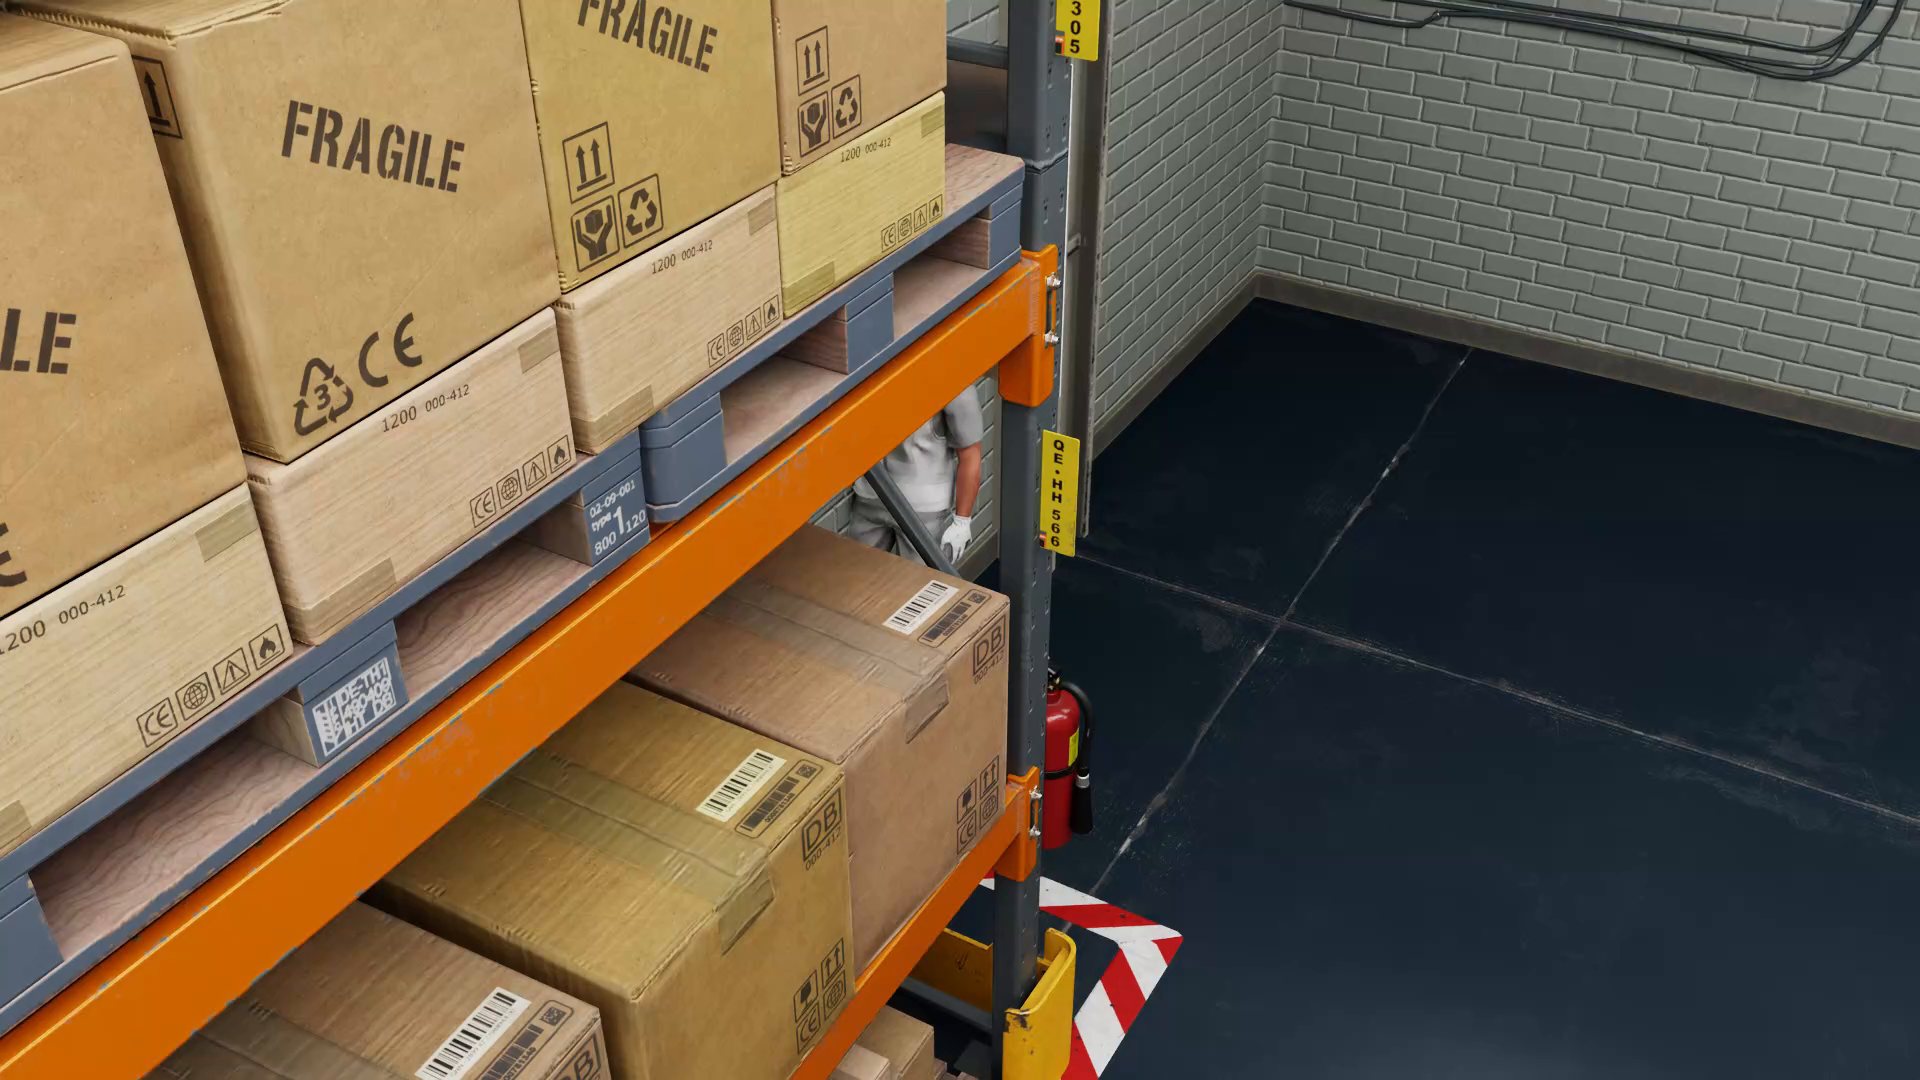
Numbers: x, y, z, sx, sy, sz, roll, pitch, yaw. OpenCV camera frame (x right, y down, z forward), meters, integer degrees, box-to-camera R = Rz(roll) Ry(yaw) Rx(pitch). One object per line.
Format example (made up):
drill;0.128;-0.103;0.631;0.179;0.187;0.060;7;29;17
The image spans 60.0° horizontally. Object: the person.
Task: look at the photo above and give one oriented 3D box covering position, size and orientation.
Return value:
person;-0.265;-0.104;6.259;0.638;1.788;0.559;18;38;25
